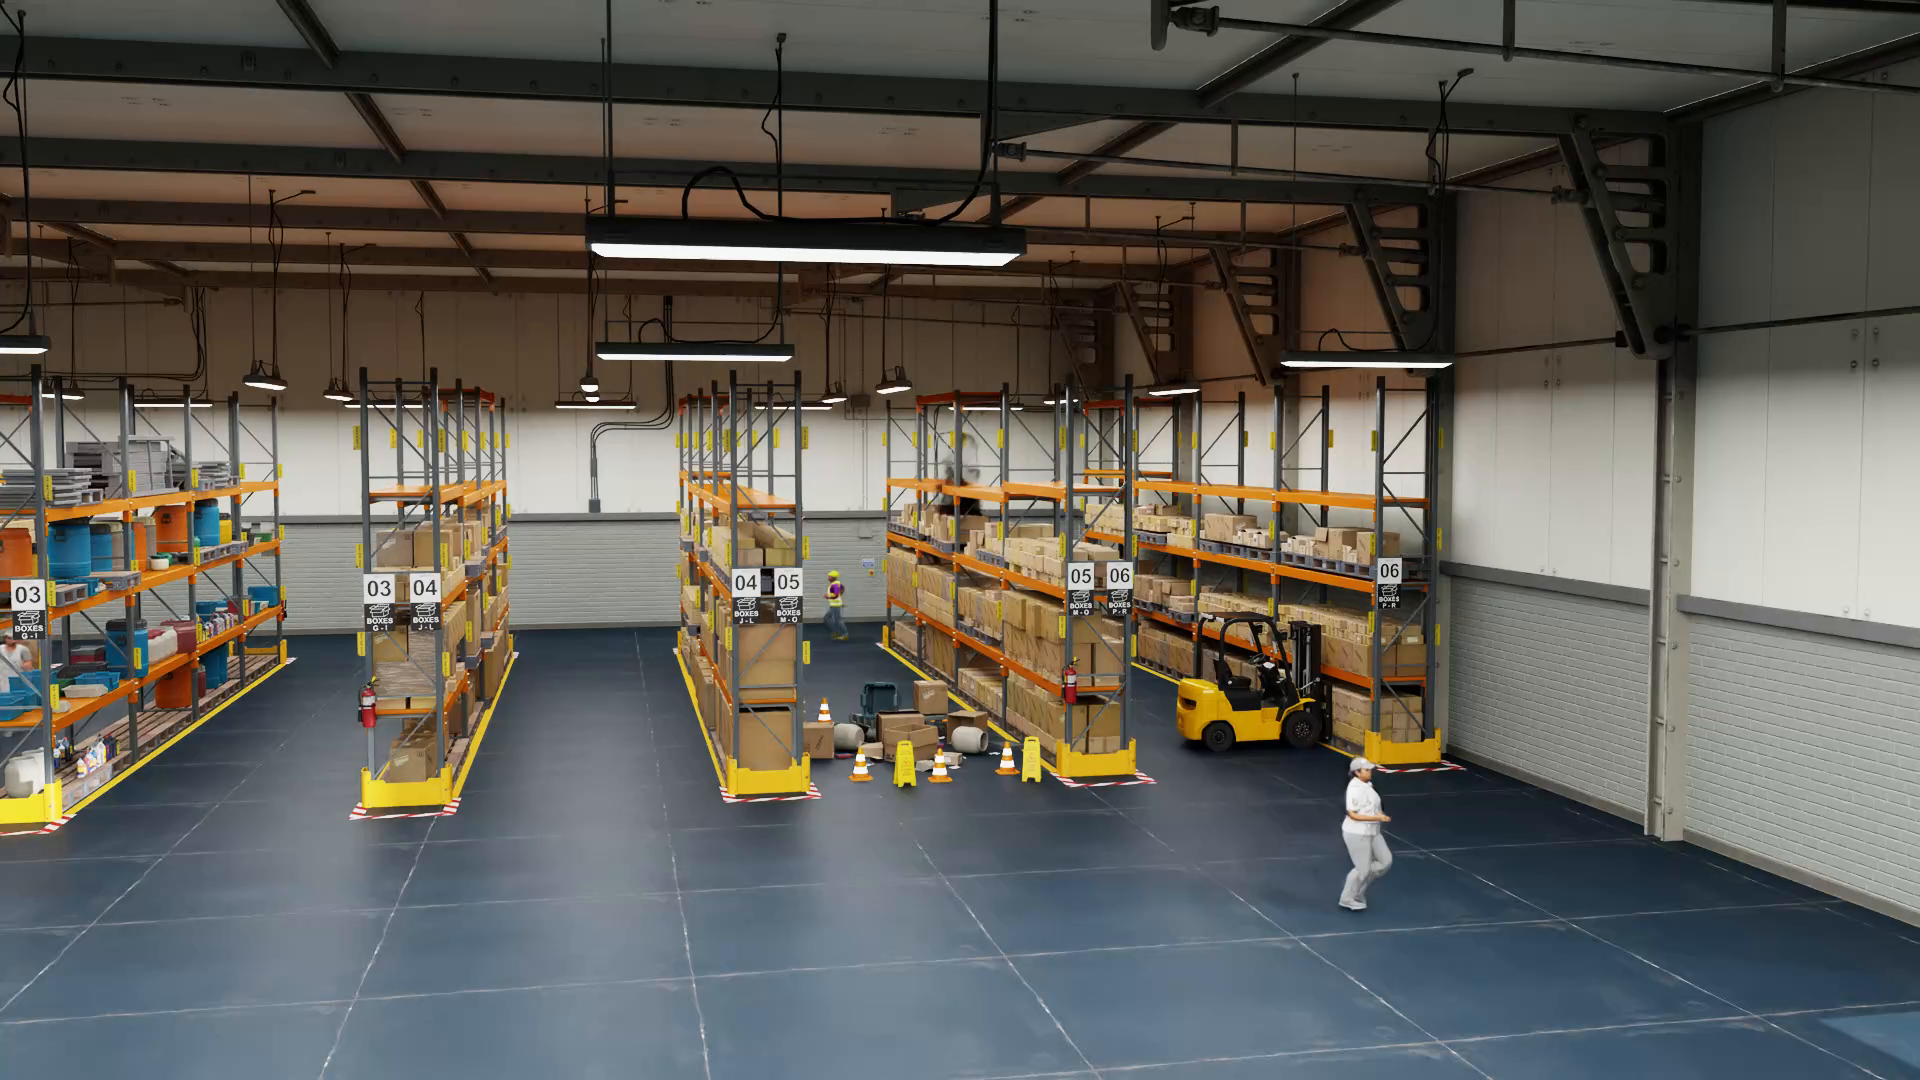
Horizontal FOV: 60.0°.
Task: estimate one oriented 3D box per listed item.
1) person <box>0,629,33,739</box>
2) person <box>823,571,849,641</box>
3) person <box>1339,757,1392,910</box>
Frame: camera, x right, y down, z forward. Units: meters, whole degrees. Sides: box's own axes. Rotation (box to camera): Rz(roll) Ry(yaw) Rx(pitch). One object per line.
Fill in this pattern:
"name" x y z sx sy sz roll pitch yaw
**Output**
"person" -16.085 2.423 28.224 0.643 1.844 0.876 -2 4 -24
"person" -3.094 1.668 41.451 0.674 1.803 0.712 0 3 -8
"person" 4.338 3.128 17.684 0.576 1.638 0.591 2 4 33
